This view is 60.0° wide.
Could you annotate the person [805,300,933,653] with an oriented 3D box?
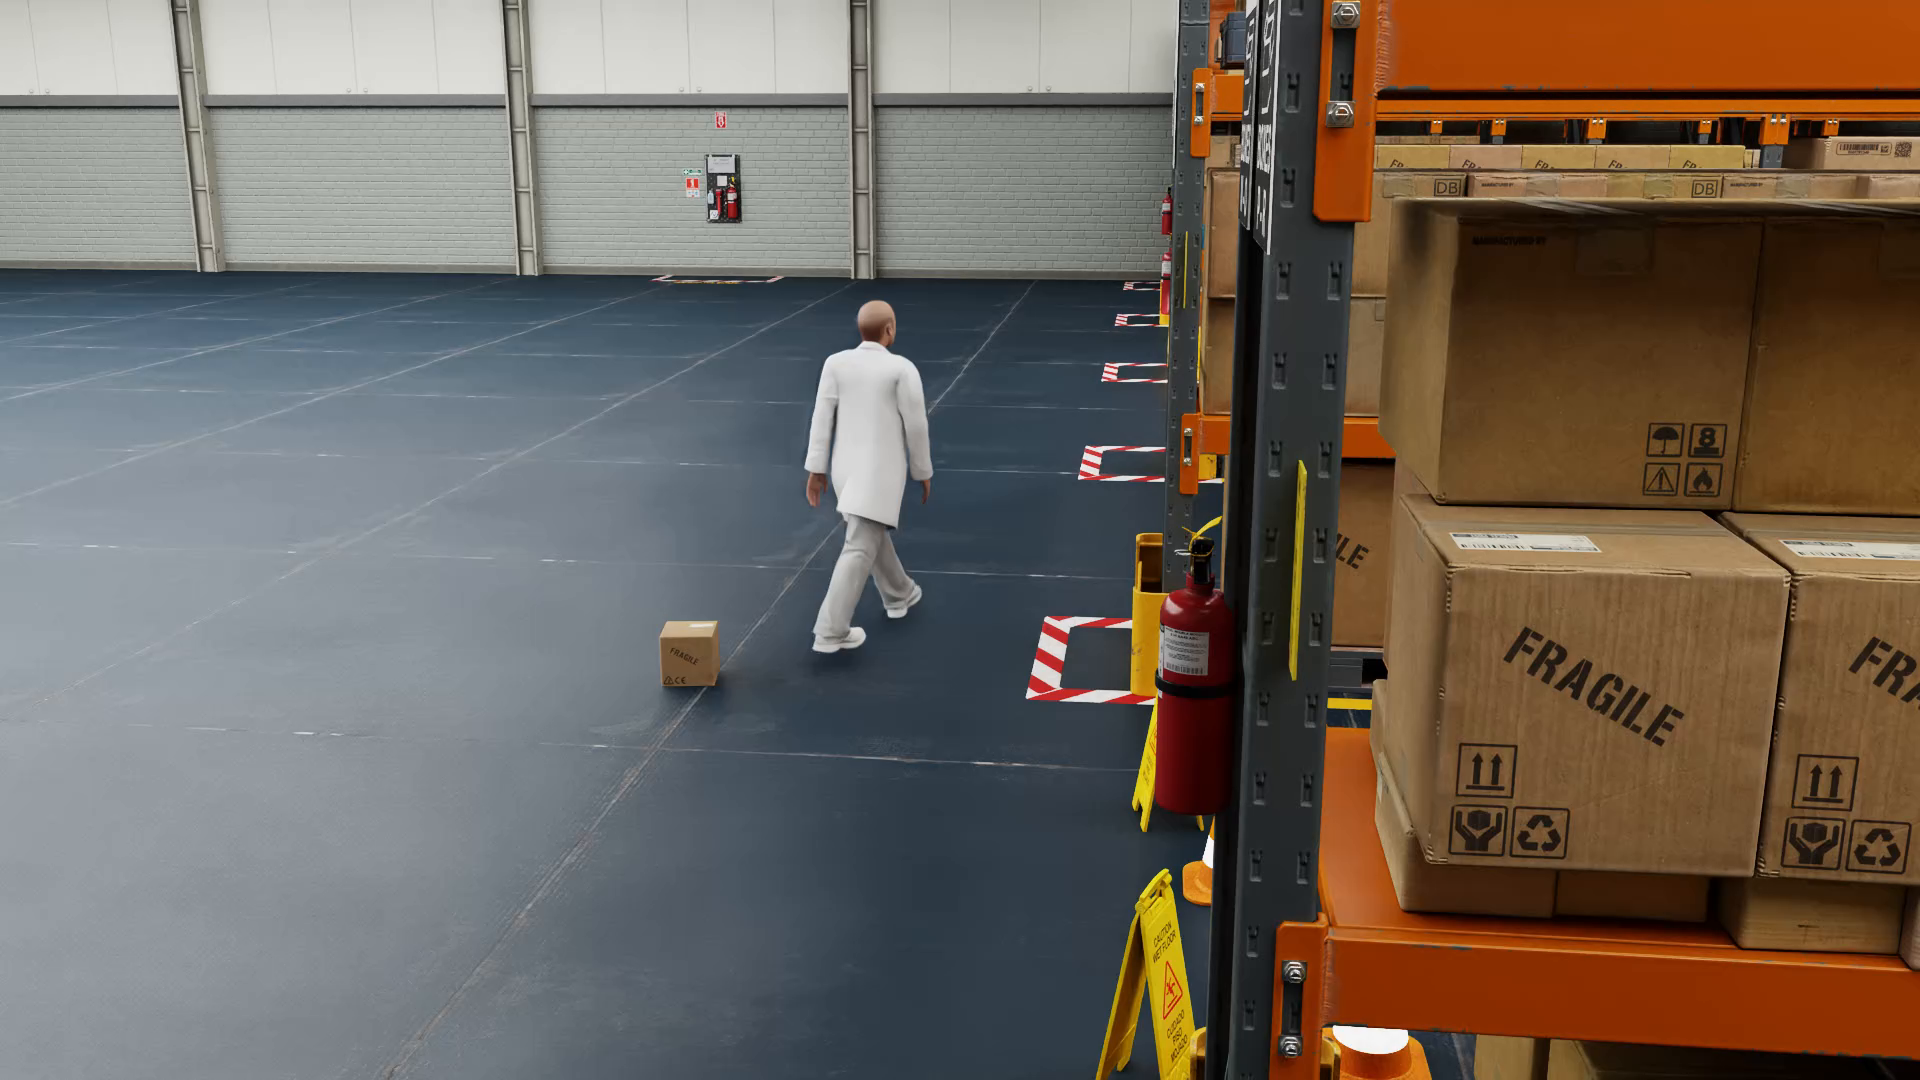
[{"bbox_3d":[-0.415,-0.358,8.434,0.603,1.708,1.128,9,17,32],"label":"person"}]
